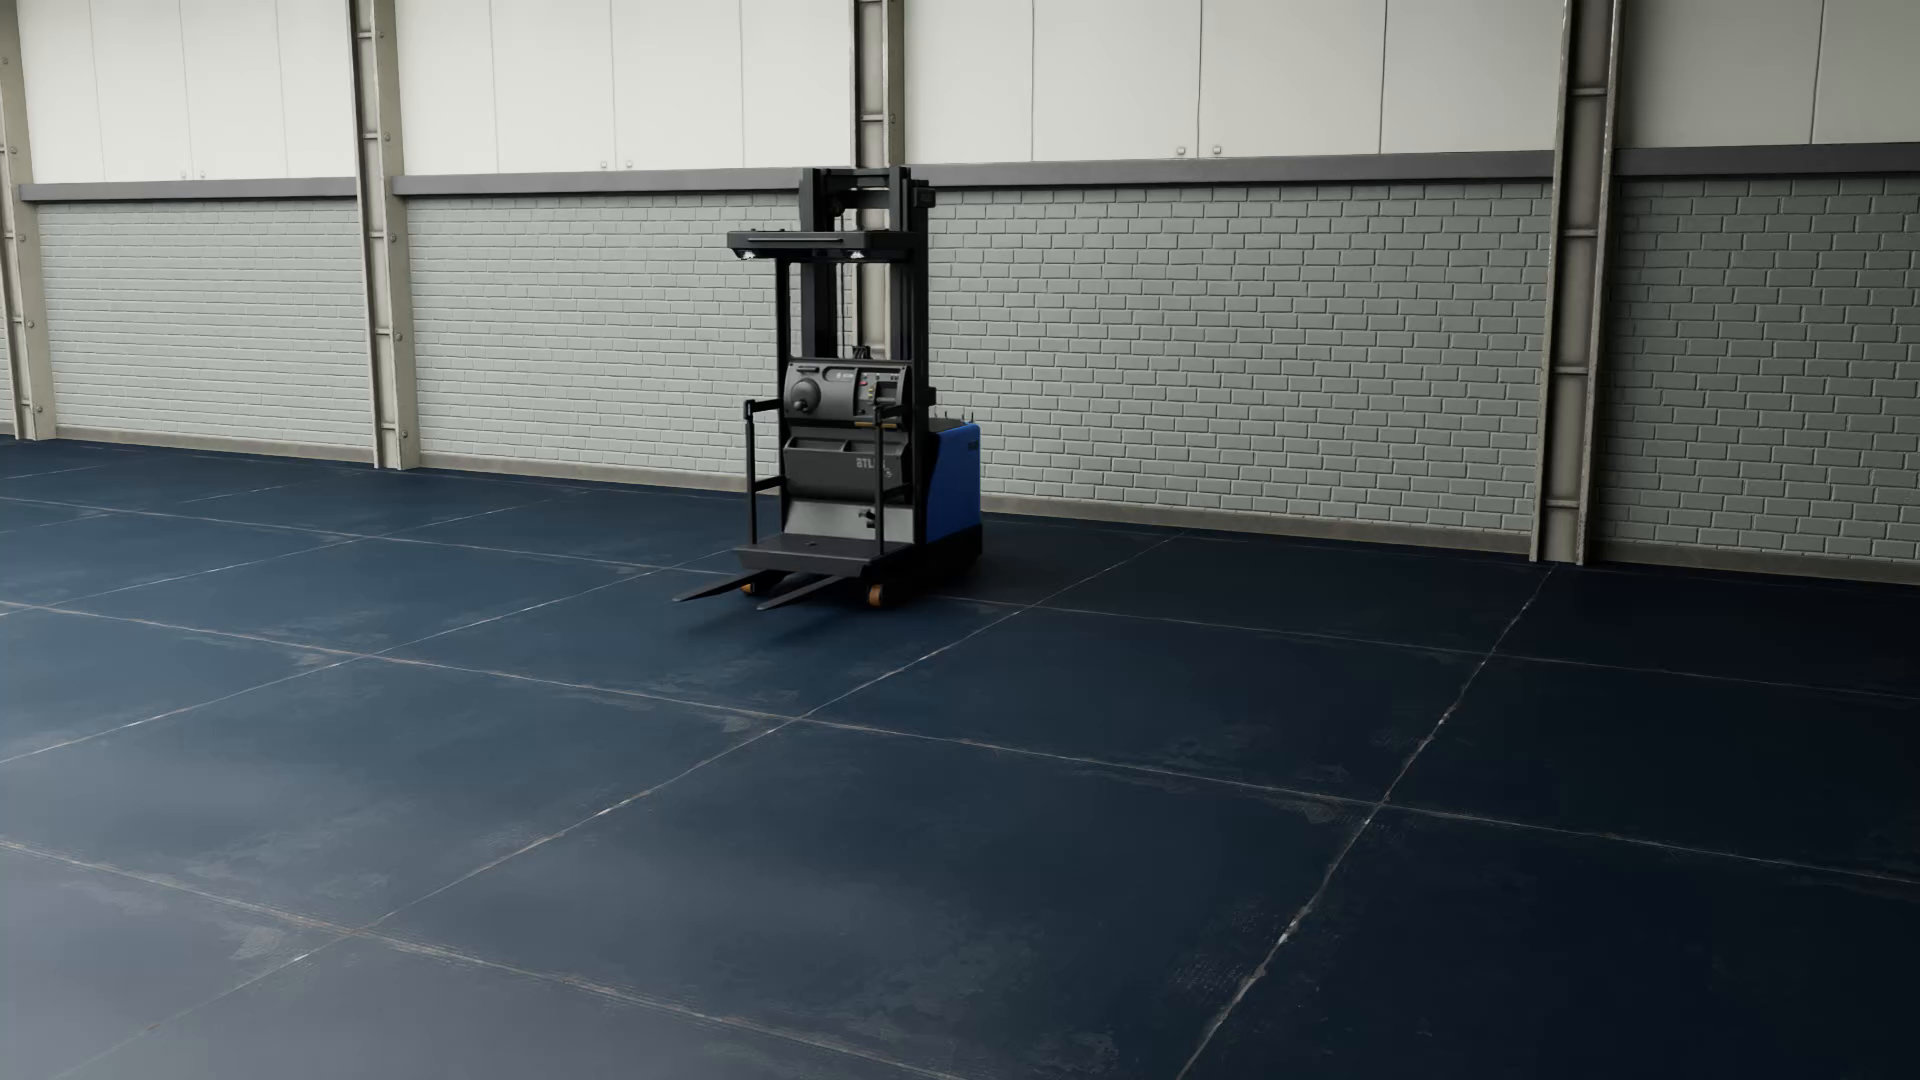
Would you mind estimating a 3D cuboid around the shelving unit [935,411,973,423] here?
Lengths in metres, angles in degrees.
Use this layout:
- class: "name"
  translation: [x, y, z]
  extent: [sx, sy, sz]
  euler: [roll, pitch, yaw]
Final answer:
- class: "shelving unit"
  translation: [-0.048, -0.521, 13.660]
  extent: [0.252, 1.050, 0.215]
  euler: [5, 11, 26]

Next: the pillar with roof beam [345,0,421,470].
- class: "pillar with roof beam"
  translation: [-8.025, -4.533, 13.510]
  extent: [0.400, 9.000, 9.100]
  euler: [5, 11, 26]

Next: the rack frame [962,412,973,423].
- class: "rack frame"
  translation: [0.061, -0.511, 13.607]
  extent: [0.008, 1.050, 0.200]
  euler: [5, 11, 26]

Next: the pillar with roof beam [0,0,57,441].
- class: "pillar with roof beam"
  translation: [-13.406, -5.006, 16.123]
  extent: [0.400, 9.000, 9.100]
  euler: [5, 11, 26]

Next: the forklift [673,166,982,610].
- class: "forklift"
  translation: [-0.886, -1.071, 11.419]
  extent: [1.130, 2.935, 3.031]
  euler: [4, 11, 23]

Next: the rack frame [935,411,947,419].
- class: "rack frame"
  translation: [-0.157, -0.530, 13.713]
  extent: [0.008, 1.050, 0.200]
  euler: [5, 11, 26]

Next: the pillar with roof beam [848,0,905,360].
- class: "pillar with roof beam"
  translation: [-2.644, -4.061, 10.898]
  extent: [0.400, 9.000, 9.100]
  euler: [5, 11, 26]

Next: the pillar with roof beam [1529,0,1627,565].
- class: "pillar with roof beam"
  translation: [2.736, -3.588, 8.286]
  extent: [0.400, 9.000, 9.100]
  euler: [5, 11, 26]
